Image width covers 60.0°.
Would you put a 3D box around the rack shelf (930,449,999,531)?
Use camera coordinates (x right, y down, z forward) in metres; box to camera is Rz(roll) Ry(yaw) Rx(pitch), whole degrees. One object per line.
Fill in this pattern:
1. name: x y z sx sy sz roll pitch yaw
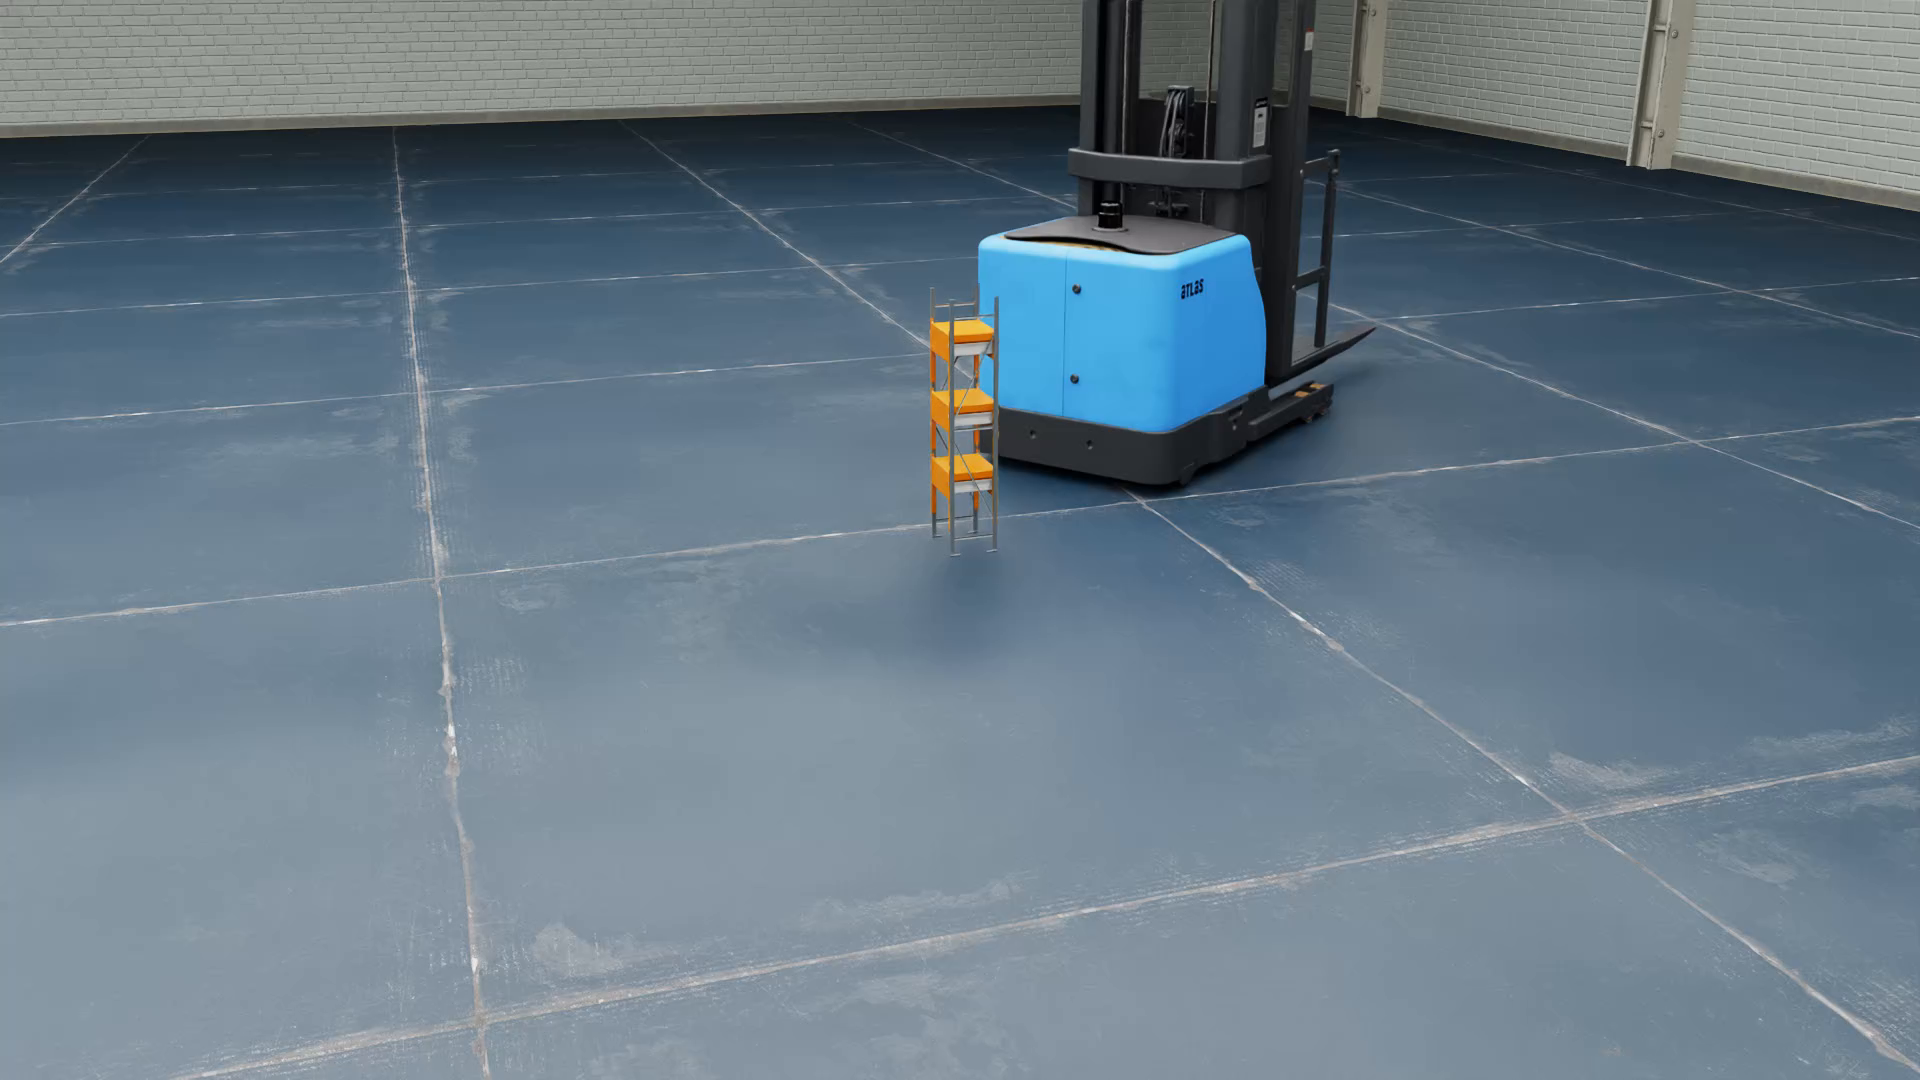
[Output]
1. rack shelf: 0.017 -0.205 6.789 0.215 0.259 0.240 -6 21 -17

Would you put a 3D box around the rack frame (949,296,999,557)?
1. rack frame: 0.055 -0.438 6.582 0.200 1.050 0.008 -6 21 -17

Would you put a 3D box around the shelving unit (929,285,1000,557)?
1. shelving unit: 0.017 -0.477 6.691 0.215 1.050 0.252 -6 21 -17

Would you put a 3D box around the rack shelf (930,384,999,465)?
1. rack shelf: 0.017 -0.467 6.695 0.215 0.259 0.240 -6 21 -17

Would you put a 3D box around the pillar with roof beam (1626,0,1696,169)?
1. pillar with roof beam: 3.556 -7.918 15.649 9.100 9.000 0.400 -6 21 -17

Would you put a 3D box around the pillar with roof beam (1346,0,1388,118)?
1. pillar with roof beam: 1.670 -9.843 21.009 9.100 9.000 0.400 -6 21 -17

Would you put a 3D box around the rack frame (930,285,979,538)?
1. rack frame: -0.022 -0.516 6.800 0.200 1.050 0.008 -6 21 -17

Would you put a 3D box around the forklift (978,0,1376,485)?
1. forklift: 1.312 -2.064 8.328 1.130 2.935 3.031 13 23 32

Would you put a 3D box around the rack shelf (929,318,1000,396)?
1. rack shelf: 0.017 -0.734 6.599 0.215 0.259 0.240 -6 21 -17
